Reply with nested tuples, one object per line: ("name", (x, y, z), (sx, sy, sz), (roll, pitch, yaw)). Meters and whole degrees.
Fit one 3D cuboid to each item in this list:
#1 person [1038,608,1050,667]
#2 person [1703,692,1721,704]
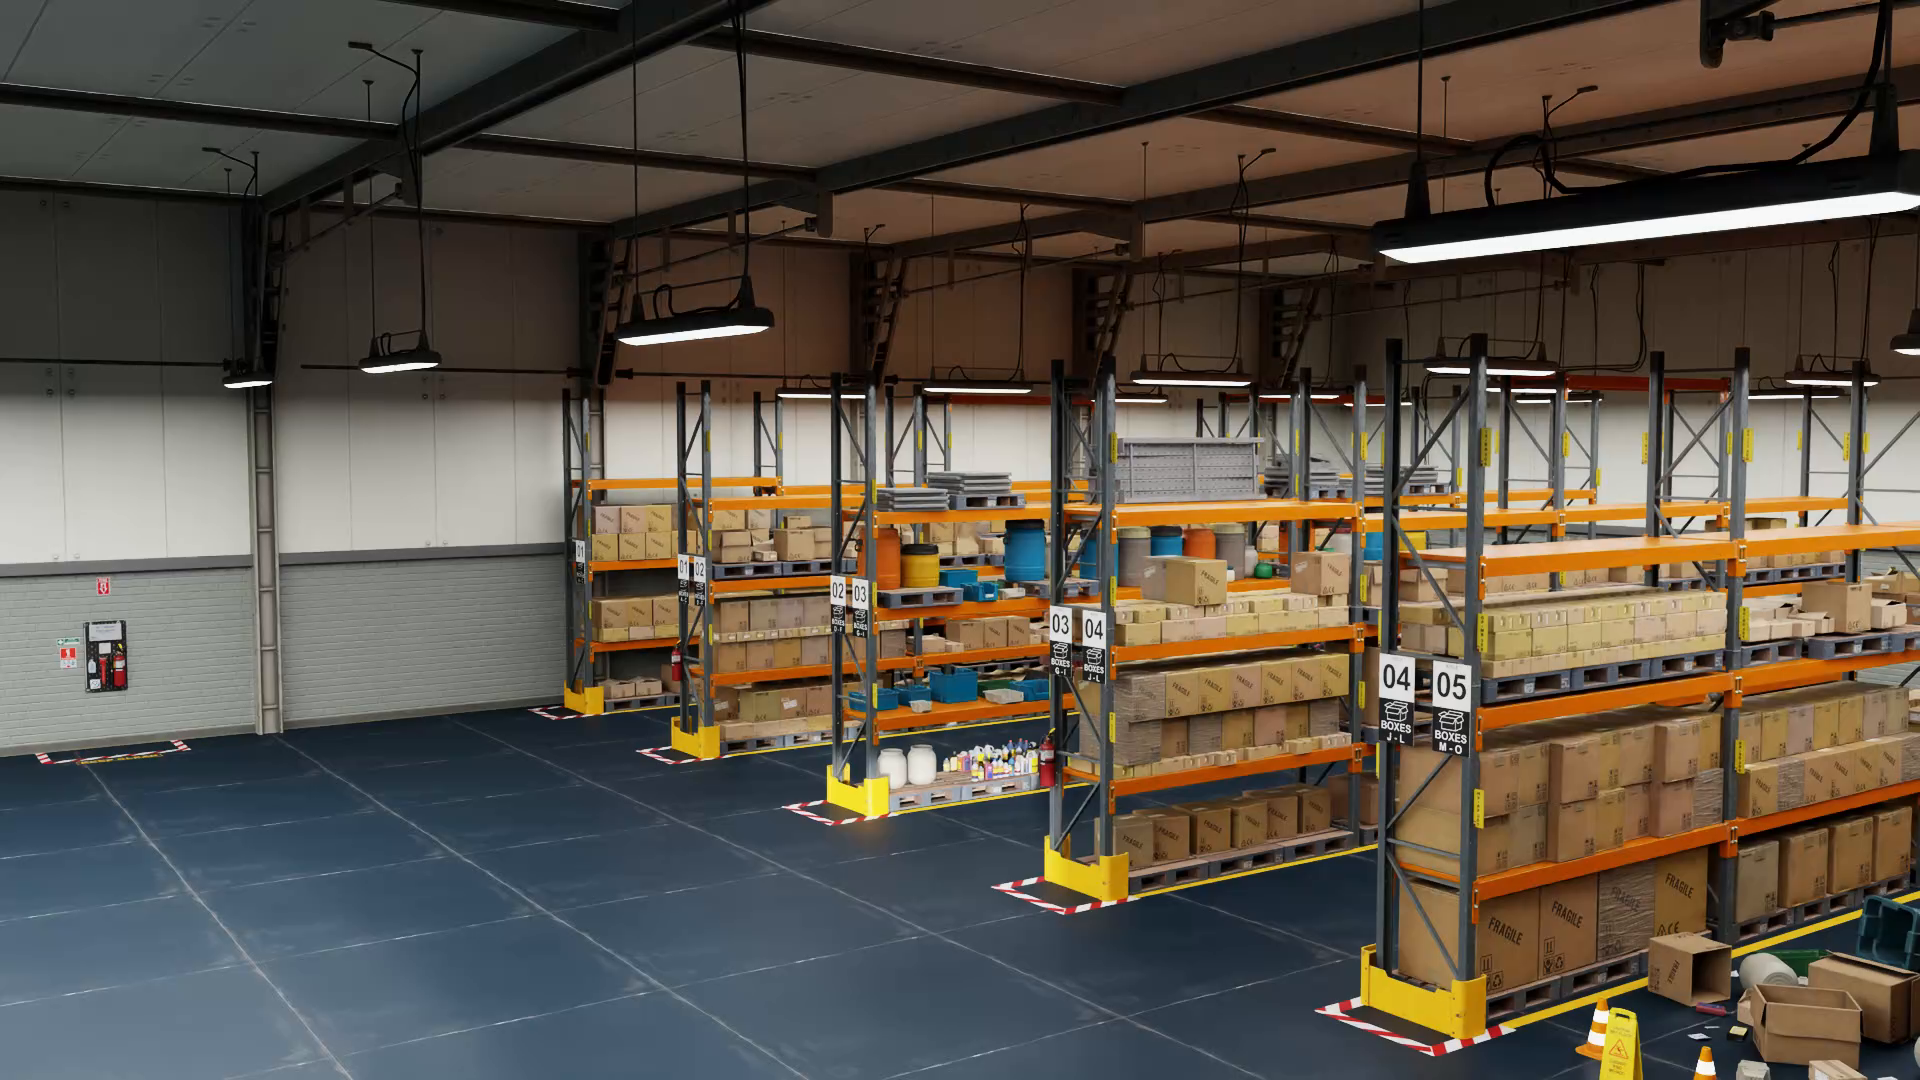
("person", (1.778, 2.208, 33.067), (0.464, 1.687, 0.511), (-2, 4, -23))
("person", (10.201, 2.940, 22.712), (0.538, 1.565, 0.389), (-3, 5, -38))
